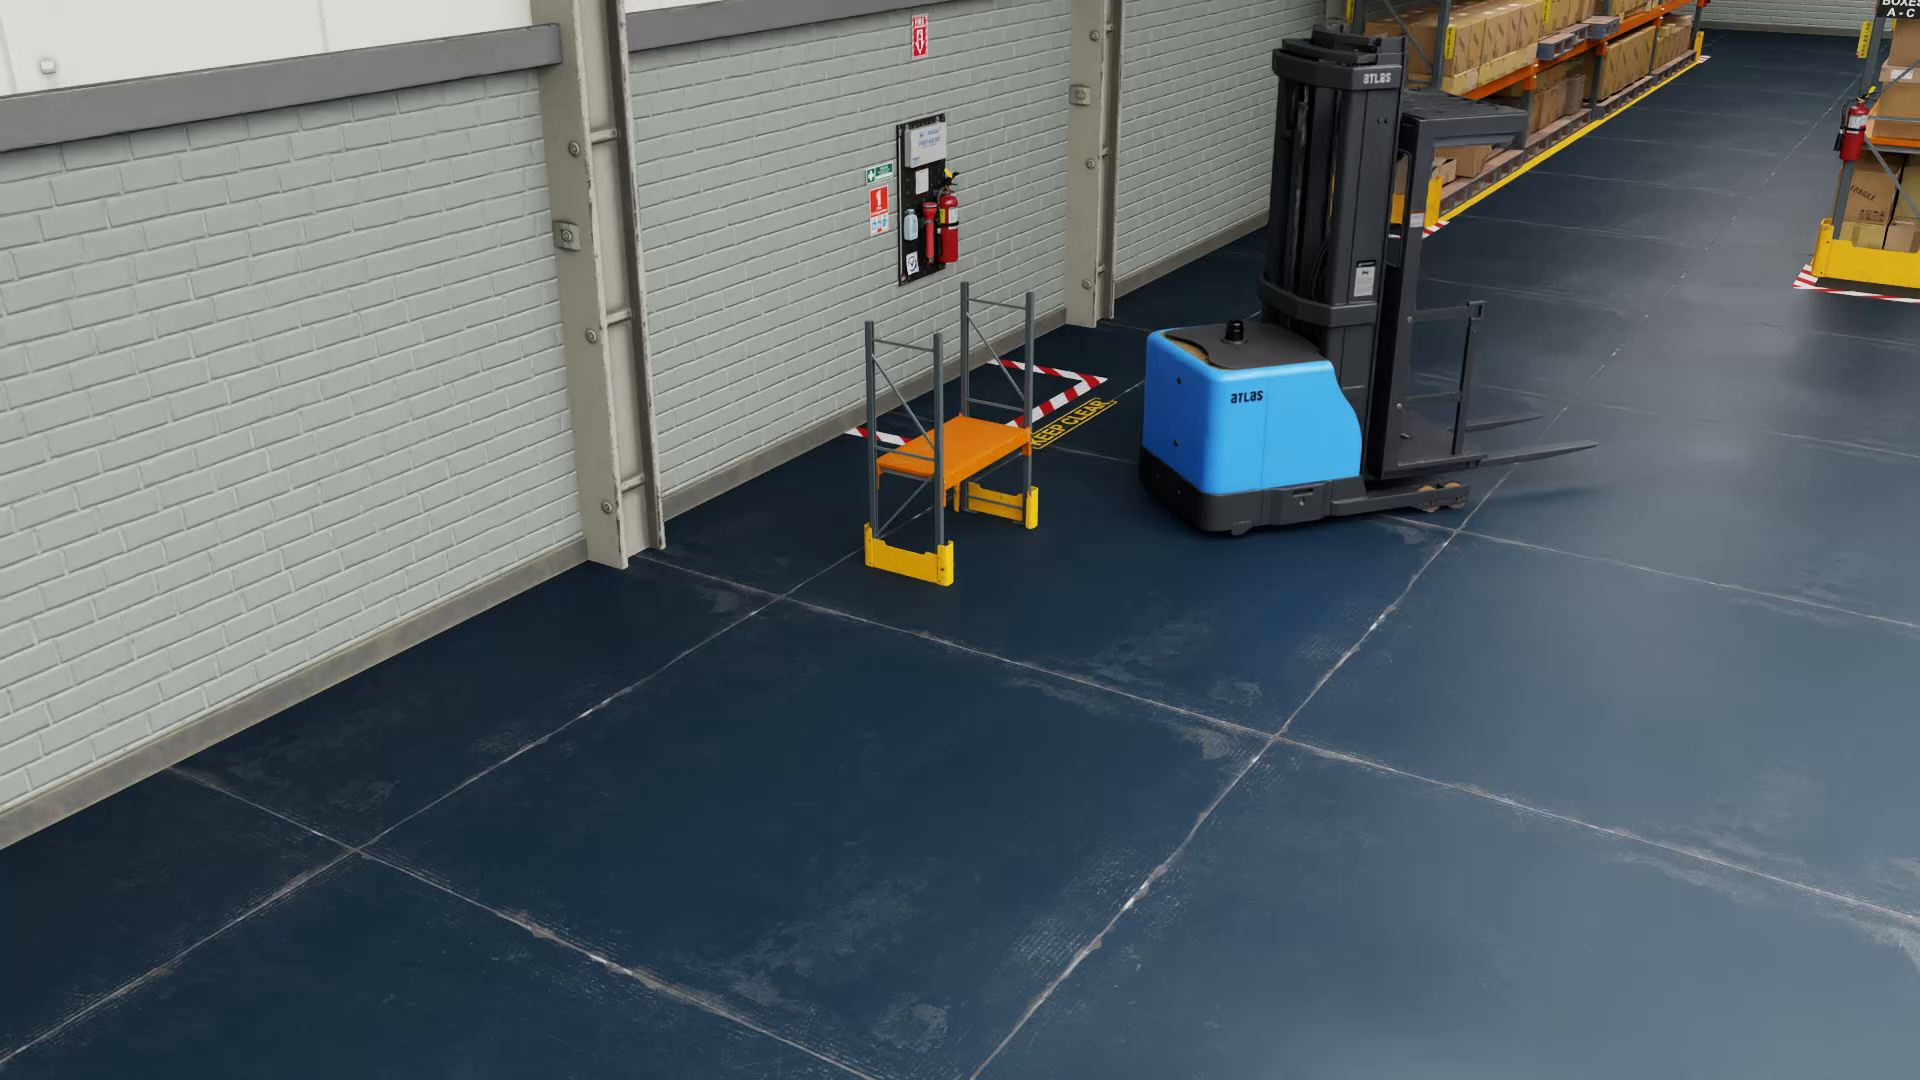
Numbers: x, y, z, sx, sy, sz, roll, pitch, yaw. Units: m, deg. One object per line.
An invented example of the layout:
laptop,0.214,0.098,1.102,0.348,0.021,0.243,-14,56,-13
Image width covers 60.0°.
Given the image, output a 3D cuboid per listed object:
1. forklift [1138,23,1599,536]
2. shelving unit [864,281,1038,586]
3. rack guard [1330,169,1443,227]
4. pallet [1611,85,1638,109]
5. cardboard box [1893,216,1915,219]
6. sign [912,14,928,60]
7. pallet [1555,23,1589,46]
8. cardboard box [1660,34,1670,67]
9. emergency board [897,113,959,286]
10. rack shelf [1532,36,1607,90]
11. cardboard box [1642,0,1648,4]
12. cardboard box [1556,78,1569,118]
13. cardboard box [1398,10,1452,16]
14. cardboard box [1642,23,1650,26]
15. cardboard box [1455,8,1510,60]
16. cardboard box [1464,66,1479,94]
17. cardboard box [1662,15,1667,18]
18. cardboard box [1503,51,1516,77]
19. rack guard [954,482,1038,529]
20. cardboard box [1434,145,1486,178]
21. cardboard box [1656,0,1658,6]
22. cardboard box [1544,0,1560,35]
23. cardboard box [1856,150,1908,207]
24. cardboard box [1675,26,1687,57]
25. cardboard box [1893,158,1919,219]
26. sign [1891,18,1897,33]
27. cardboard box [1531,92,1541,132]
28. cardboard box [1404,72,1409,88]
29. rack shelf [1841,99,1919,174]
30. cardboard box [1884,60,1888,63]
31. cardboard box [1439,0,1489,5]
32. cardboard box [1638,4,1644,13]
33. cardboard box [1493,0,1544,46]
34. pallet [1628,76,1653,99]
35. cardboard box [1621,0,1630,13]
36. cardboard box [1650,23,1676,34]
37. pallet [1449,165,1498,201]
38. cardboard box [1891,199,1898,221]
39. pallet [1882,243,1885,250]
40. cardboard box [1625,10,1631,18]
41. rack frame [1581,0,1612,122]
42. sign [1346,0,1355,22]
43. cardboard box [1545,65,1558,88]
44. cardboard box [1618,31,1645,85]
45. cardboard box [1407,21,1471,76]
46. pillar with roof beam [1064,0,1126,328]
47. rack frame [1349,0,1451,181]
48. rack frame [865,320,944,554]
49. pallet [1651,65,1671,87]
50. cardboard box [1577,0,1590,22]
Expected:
forklift,2.755,-1.712,10.515,3.031,2.935,1.130,-8,25,-17
shelving unit,-0.040,-0.663,9.893,0.587,1.500,1.083,14,27,29
rack guard,4.709,-3.813,18.427,1.175,0.500,0.348,14,27,29
pallet,10.014,-7.015,26.188,1.003,0.211,1.213,14,27,29
cardboard box,9.612,-3.132,16.641,0.500,0.250,0.500,14,27,29
sign,-0.286,-3.582,11.832,0.001,0.298,0.199,14,27,29
pallet,7.880,-6.869,22.584,1.003,0.211,1.213,14,27,29
cardboard box,11.749,-8.430,28.564,0.700,0.500,0.500,14,27,28
emergency board,-0.197,-2.500,12.250,0.194,1.169,0.643,14,27,29
rack shelf,7.834,-6.629,22.692,1.077,0.370,4.000,14,27,29
cardboard box,10.437,-8.625,25.872,0.500,0.500,0.500,14,27,29
cardboard box,8.183,-6.285,23.586,0.700,0.500,0.500,14,27,29
cardboard box,5.280,-5.765,19.012,0.500,0.500,0.500,13,27,28
cardboard box,11.650,-8.818,28.646,0.380,0.149,0.250,13,27,27
cardboard box,5.986,-5.831,19.164,0.500,0.500,0.500,15,27,31
cardboard box,5.458,-5.151,18.536,0.500,0.250,0.500,13,27,27
cardboard box,12.454,-9.333,29.835,0.380,0.149,0.250,14,27,29
cardboard box,6.265,-5.662,19.716,0.500,0.250,0.500,14,27,29
rack guard,0.223,-0.257,10.529,0.587,0.250,0.087,14,27,29
cardboard box,5.841,-4.633,19.769,0.700,0.500,0.500,12,26,26
cardboard box,11.061,-8.705,26.873,0.380,0.149,0.250,14,27,29
cardboard box,7.378,-6.884,21.695,0.700,0.500,0.500,17,29,34
cardboard box,9.425,-3.756,17.139,0.500,0.500,0.500,14,27,29
cardboard box,12.561,-8.954,29.775,0.700,0.500,0.500,14,27,29
cardboard box,9.614,-3.476,16.492,0.500,0.500,0.500,14,27,29
sign,10.524,-5.853,18.636,0.100,0.325,0.005,14,27,29
cardboard box,7.383,-5.776,22.408,0.700,0.500,0.500,13,27,28
cardboard box,4.751,-5.073,18.356,0.500,0.250,0.500,14,27,30
rack shelf,9.935,-4.242,17.179,1.077,0.370,4.000,14,27,29
cardboard box,9.056,-4.498,15.923,0.380,0.149,0.250,15,27,30
cardboard box,6.078,-6.280,20.200,0.500,0.500,0.500,14,27,29
cardboard box,10.499,-8.366,26.092,0.380,0.149,0.250,14,27,29
cardboard box,6.793,-6.344,20.349,0.500,0.500,0.500,14,27,29
pallet,10.656,-7.428,27.143,1.003,0.211,1.213,14,27,29
cardboard box,9.647,-8.111,24.684,0.500,0.500,0.500,15,28,31
cardboard box,12.092,-8.812,28.631,0.380,0.149,0.250,13,27,27
pallet,5.812,-4.357,20.049,1.003,0.211,1.213,14,27,29
cardboard box,9.427,-3.411,17.287,0.500,0.250,0.500,14,27,29
pallet,9.248,-2.884,16.647,1.003,0.211,1.213,14,27,29
cardboard box,10.060,-8.111,25.500,0.380,0.149,0.250,14,27,29
rack frame,8.889,-7.634,24.109,1.000,3.000,0.127,14,27,29
sign,4.208,-5.733,17.863,0.100,0.325,0.005,14,27,29
cardboard box,7.933,-6.425,22.965,0.500,0.250,0.500,14,27,29
cardboard box,10.300,-7.643,26.307,0.750,0.750,0.750,15,27,31
cardboard box,5.177,-5.317,17.975,0.500,0.500,0.500,14,27,29
pillar with roof beam,4.796,-5.177,10.883,9.100,9.000,0.400,14,27,29
rack frame,4.669,-4.934,17.872,1.000,3.000,0.127,14,27,29
rack frame,-0.313,-0.488,9.489,0.500,1.500,0.032,14,27,29
pallet,11.467,-7.945,28.336,1.003,0.211,1.213,14,27,29
cardboard box,8.378,-7.527,23.181,0.700,0.500,0.500,11,26,24
